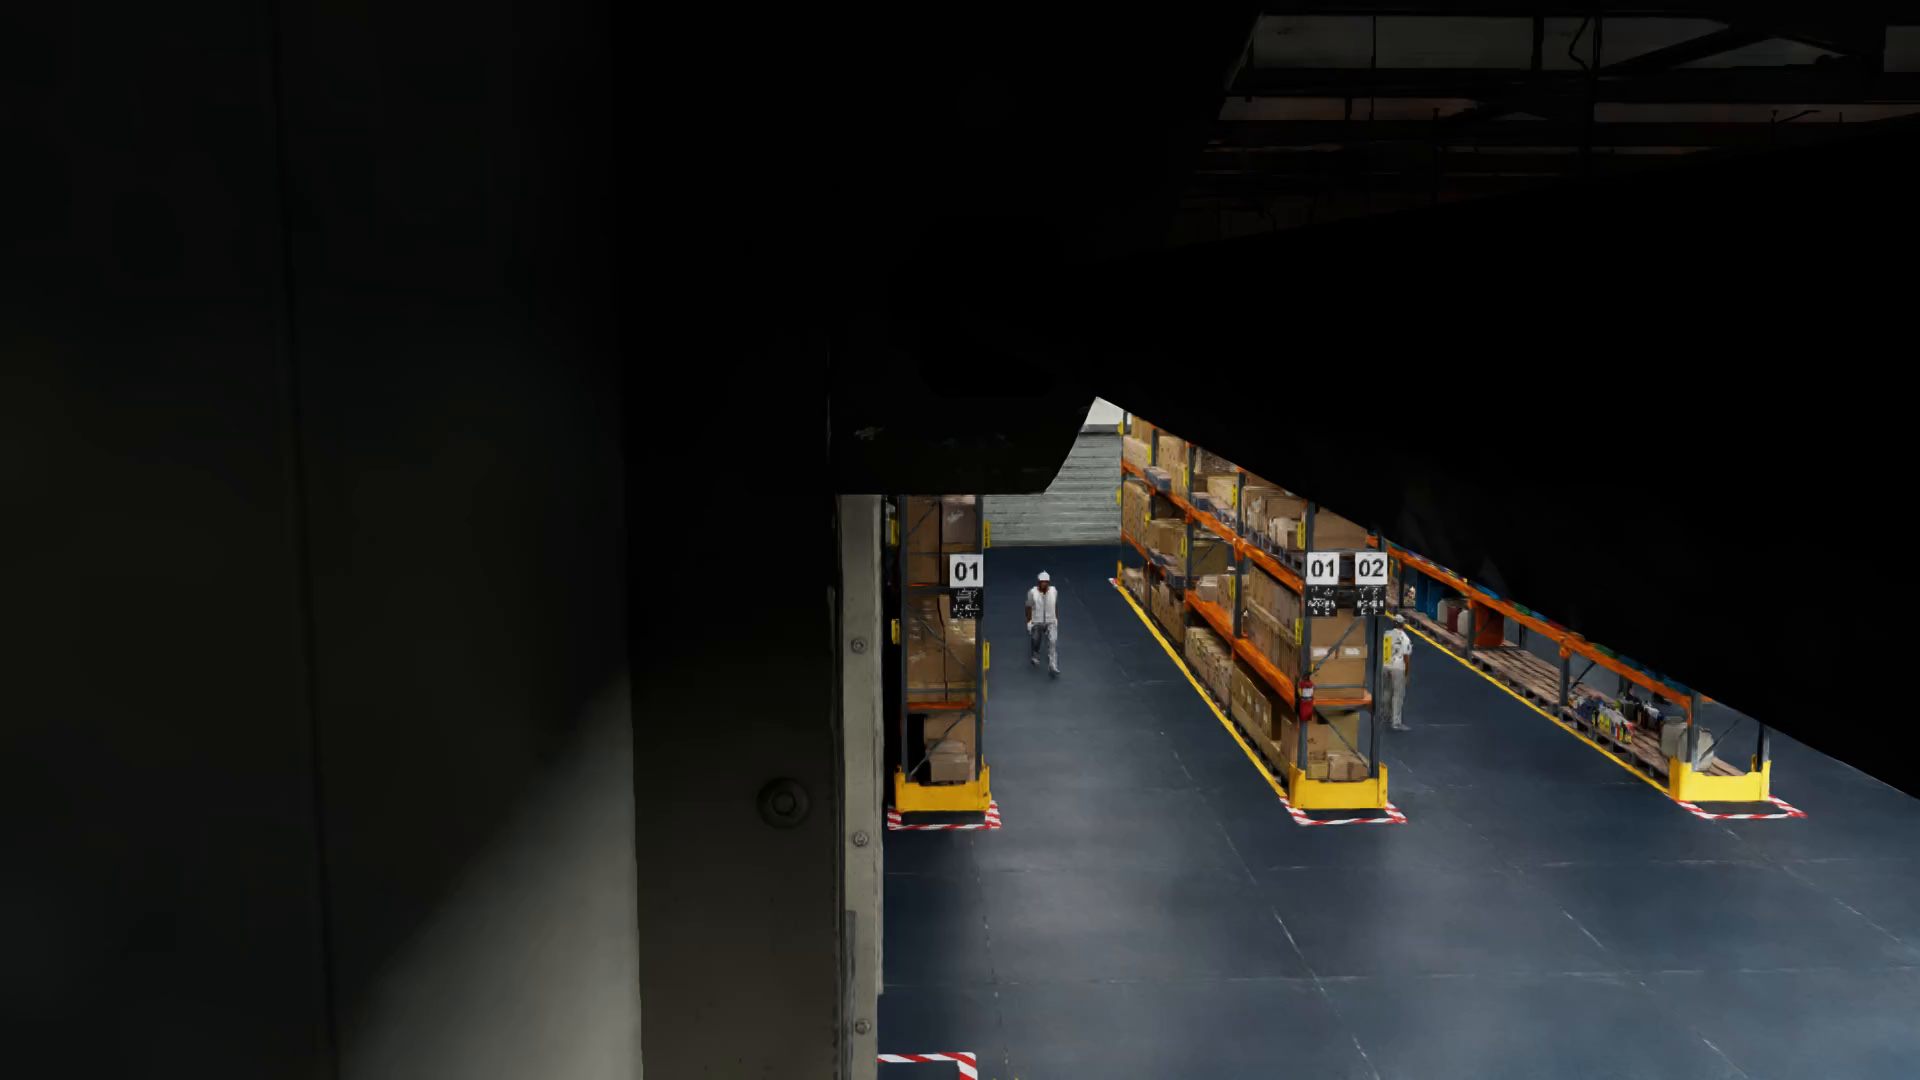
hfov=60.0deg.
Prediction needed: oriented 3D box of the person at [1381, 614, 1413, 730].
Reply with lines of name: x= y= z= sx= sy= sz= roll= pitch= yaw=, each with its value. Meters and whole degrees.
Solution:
person: x=6.416 y=1.912 z=24.395 sx=0.464 sy=1.673 sz=0.579 roll=-5 pitch=10 yaw=-32

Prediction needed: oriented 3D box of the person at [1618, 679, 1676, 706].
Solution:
person: x=10.594 y=1.689 z=25.683 sx=0.706 sy=1.734 sz=0.784 roll=-4 pitch=9 yaw=-25

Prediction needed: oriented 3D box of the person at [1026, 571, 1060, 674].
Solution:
person: x=1.394 y=1.357 z=27.950 sx=0.571 sy=1.702 sz=1.114 roll=-1 pitch=8 yaw=-5
